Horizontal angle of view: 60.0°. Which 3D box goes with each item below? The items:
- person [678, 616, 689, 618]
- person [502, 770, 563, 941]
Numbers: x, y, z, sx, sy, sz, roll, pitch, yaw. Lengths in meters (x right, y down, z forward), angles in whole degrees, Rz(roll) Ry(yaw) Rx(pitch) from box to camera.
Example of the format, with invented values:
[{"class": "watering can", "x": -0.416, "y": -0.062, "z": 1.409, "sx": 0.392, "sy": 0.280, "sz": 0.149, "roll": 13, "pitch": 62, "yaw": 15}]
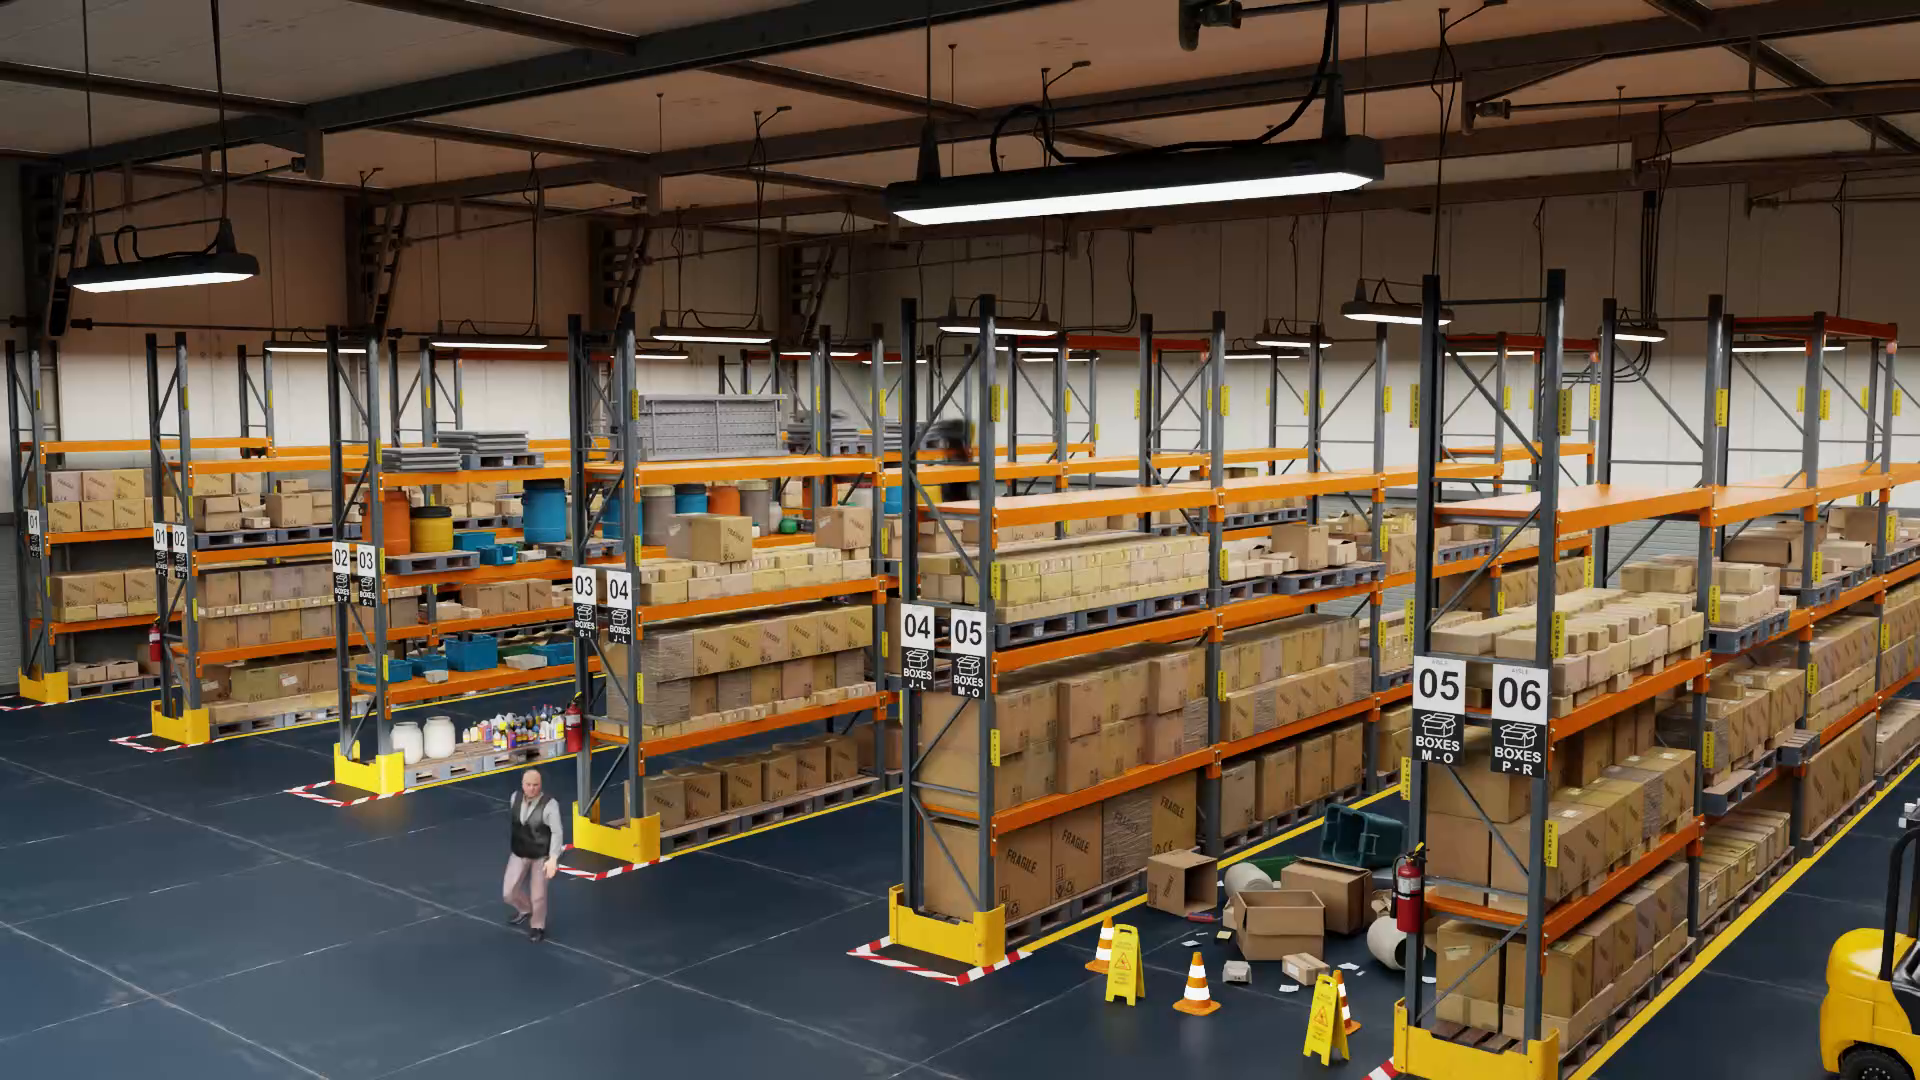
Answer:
[{"class": "person", "x": -4.735, "y": 1.658, "z": 29.142, "sx": 0.661, "sy": 1.823, "sz": 0.871, "roll": 3, "pitch": 6, "yaw": 26}, {"class": "person", "x": -3.991, "y": 2.937, "z": 15.563, "sx": 0.687, "sy": 1.677, "sz": 0.562, "roll": 1, "pitch": 5, "yaw": 12}]
